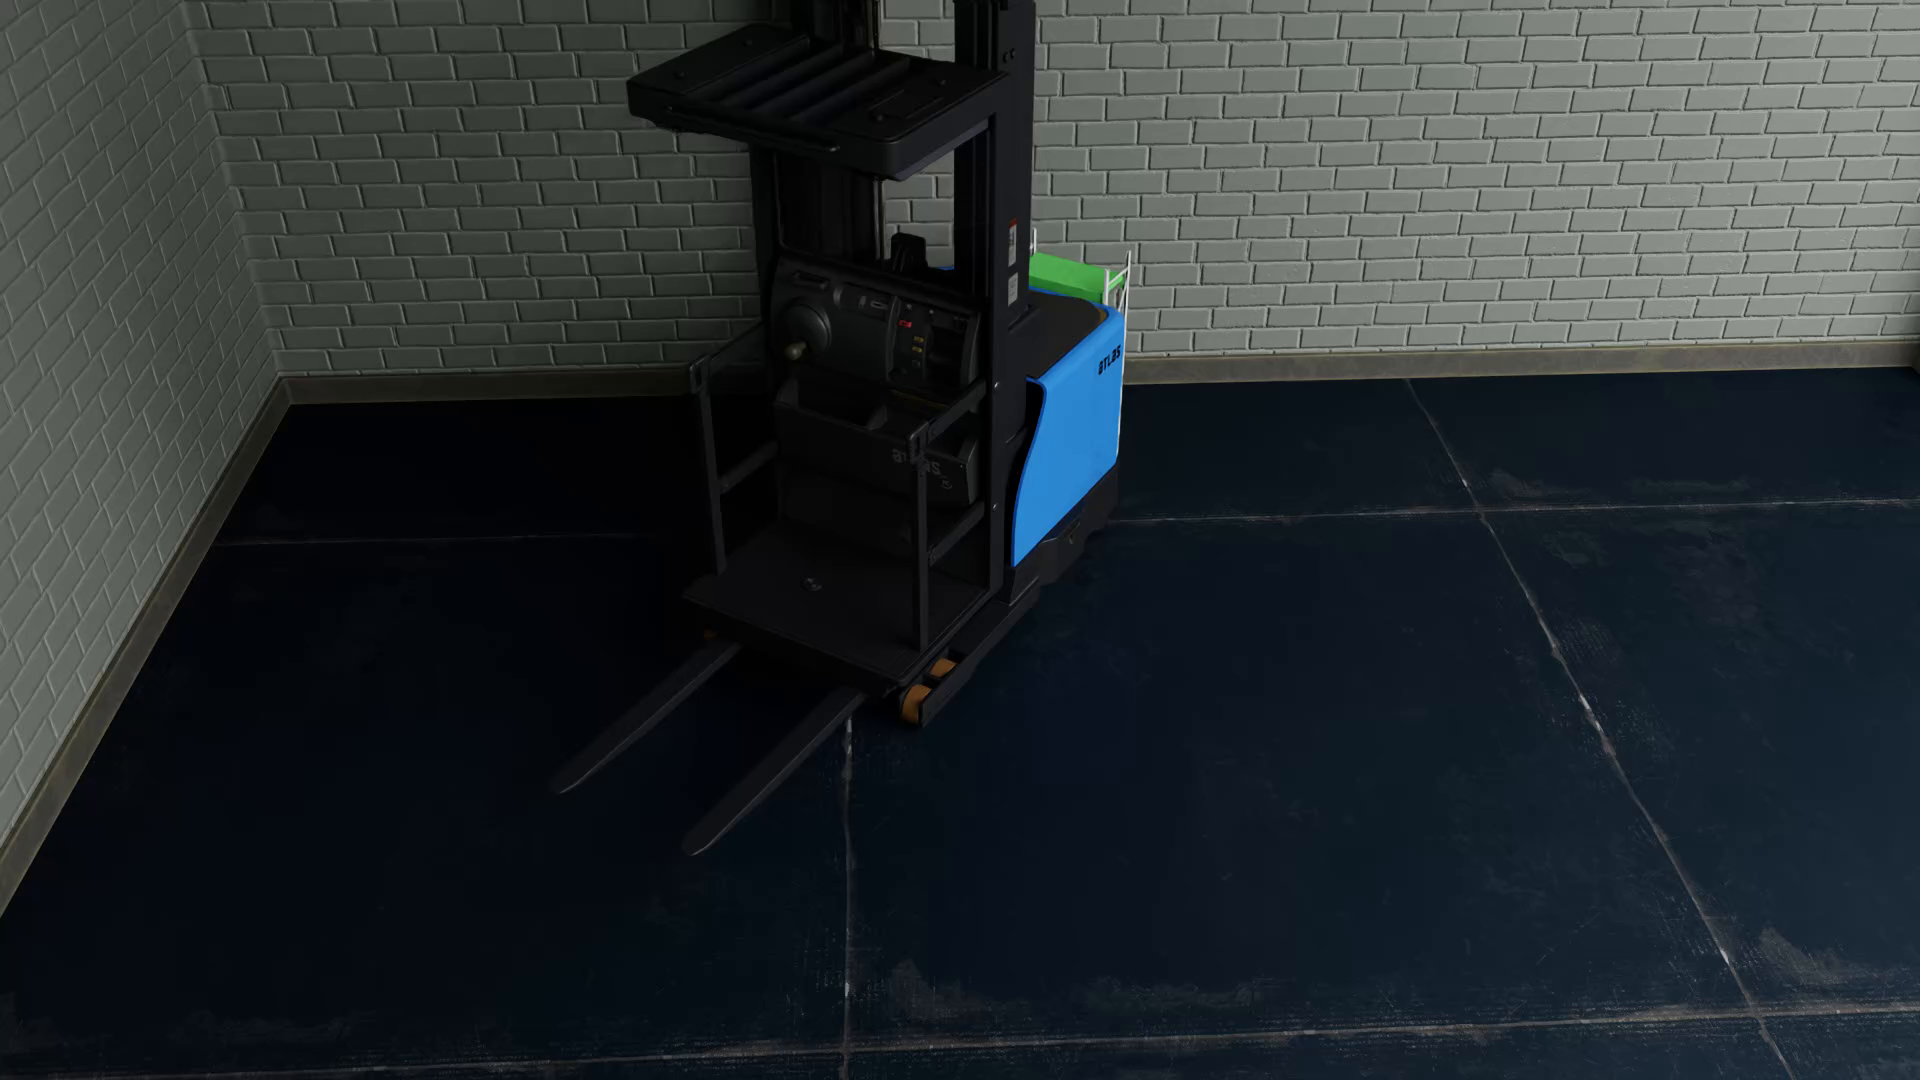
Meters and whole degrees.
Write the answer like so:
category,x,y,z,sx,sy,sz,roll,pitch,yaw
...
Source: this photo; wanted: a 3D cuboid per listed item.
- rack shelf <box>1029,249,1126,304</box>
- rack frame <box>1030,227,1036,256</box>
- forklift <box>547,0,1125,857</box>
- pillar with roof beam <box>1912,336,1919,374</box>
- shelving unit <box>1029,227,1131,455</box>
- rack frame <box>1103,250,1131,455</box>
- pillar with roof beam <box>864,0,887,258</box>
category,x,y,z,sx,sy,sz,roll,pitch,yaw
rack shelf,0.498,-1.174,7.661,0.480,0.148,0.258,19,39,25
rack frame,0.288,-0.903,8.000,0.015,1.200,0.240,19,39,25
forklift,-0.442,-0.761,6.274,1.130,2.935,3.031,19,39,25
pillar with roof beam,5.633,-2.145,2.942,0.400,9.000,9.100,-2,35,-2
shelving unit,0.498,-0.832,7.898,0.503,1.200,0.258,19,39,25
rack frame,0.707,-0.761,7.795,0.015,1.200,0.240,19,39,25
pillar with roof beam,-0.360,-1.984,2.709,0.400,9.000,9.100,-2,35,-2
